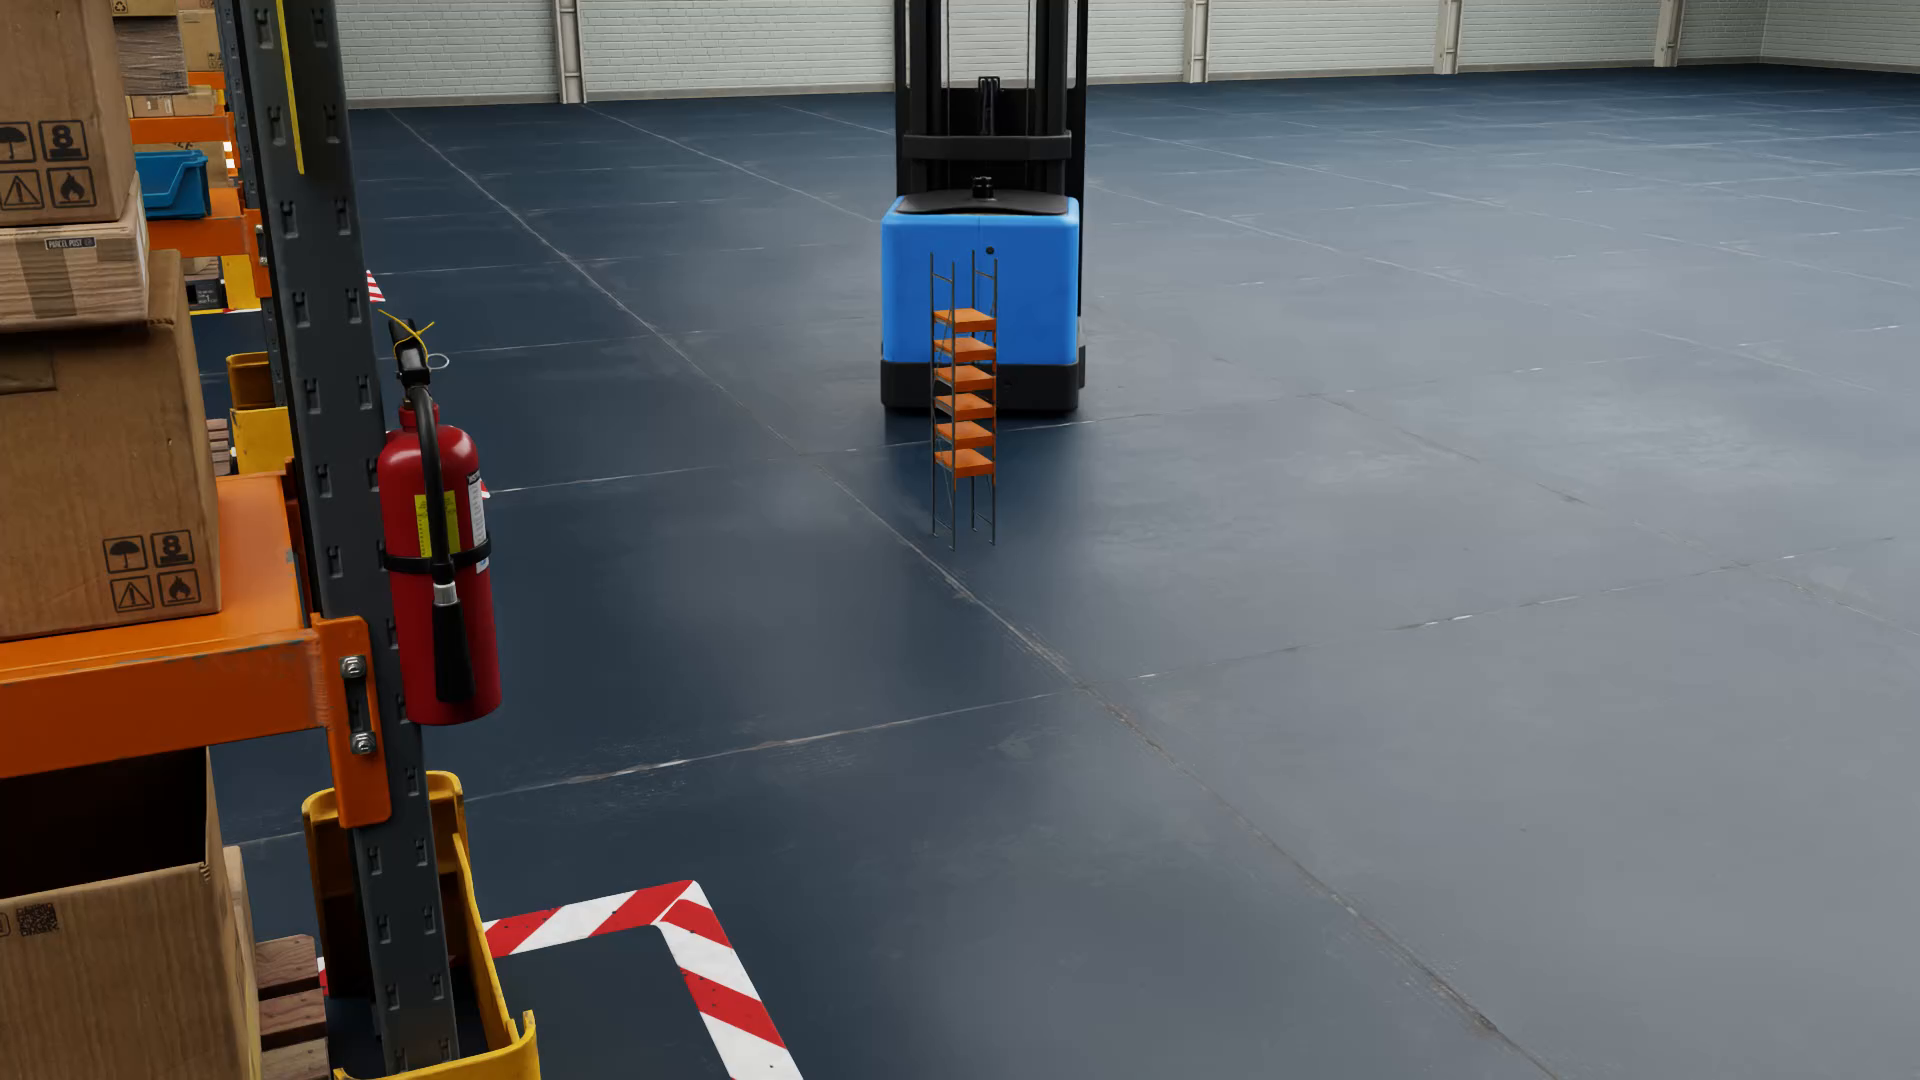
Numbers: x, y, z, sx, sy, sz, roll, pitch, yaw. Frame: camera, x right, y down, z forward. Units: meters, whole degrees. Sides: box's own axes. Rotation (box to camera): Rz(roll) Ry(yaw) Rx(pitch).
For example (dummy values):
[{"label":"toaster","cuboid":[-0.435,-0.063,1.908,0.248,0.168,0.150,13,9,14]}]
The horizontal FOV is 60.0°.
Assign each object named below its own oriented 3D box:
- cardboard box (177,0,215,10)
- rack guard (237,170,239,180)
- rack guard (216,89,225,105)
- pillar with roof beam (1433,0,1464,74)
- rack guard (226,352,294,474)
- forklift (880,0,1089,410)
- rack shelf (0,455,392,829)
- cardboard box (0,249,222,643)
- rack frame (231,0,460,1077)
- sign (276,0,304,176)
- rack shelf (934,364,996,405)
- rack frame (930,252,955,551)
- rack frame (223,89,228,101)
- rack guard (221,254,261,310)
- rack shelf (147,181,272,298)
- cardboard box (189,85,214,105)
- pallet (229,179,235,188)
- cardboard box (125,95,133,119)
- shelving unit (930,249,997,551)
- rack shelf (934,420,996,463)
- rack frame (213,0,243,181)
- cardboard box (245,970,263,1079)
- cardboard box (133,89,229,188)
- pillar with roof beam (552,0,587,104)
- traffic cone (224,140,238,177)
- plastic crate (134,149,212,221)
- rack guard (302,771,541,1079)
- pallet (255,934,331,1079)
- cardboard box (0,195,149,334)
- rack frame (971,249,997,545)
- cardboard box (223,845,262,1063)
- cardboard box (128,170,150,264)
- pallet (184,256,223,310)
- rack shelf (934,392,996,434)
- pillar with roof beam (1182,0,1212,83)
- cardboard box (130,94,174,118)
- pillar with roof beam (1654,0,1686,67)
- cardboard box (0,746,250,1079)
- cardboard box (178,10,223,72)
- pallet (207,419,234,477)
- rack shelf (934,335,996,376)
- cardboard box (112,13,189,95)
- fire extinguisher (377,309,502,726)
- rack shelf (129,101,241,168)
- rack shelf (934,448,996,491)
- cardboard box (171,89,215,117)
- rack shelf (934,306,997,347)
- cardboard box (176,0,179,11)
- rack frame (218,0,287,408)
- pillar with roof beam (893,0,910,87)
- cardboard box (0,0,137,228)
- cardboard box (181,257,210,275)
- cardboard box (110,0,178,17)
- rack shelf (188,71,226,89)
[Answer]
[{"label":"cardboard box","cuboid":[-7.307,-5.288,15.671,0.550,0.550,0.875,-8,21,-22]},{"label":"rack guard","cuboid":[-6.929,-3.569,16.404,0.348,0.500,1.175,-8,21,-22]},{"label":"rack guard","cuboid":[-10.952,-6.578,24.951,0.348,0.500,1.175,-8,21,-22]},{"label":"pillar with roof beam","cuboid":[11.772,-12.611,29.290,0.400,9.000,9.100,-8,21,-22]},{"label":"rack guard","cuboid":[-3.168,-0.505,7.703,0.348,0.500,1.175,-8,21,-22]},{"label":"forklift","cuboid":[0.191,-2.509,9.735,1.130,2.935,3.031,1,19,3]},{"label":"rack shelf","cuboid":[-2.995,0.405,2.438,4.000,0.370,1.077,-8,21,-22]},{"label":"cardboard box","cuboid":[-1.592,-0.187,2.886,0.500,0.500,0.700,-8,21,-22]},{"label":"rack frame","cuboid":[-1.158,-0.197,3.066,0.127,3.000,1.000,-8,21,-22]},{"label":"sign","cuboid":[-0.956,-0.688,2.359,0.005,0.325,0.100,-8,21,-22]},{"label":"rack shelf","cuboid":[0.013,-0.639,6.803,0.180,0.103,0.258,-8,21,-22]},{"label":"rack frame","cuboid":[-0.071,-0.556,6.794,0.006,1.200,0.240,-8,21,-22]},{"label":"rack frame","cuboid":[-9.004,-6.241,20.230,0.127,3.000,1.000,-8,21,-22]},{"label":"rack guard","cuboid":[-5.149,-2.030,12.033,0.348,0.500,1.175,-8,21,-22]},{"label":"rack shelf","cuboid":[-4.953,-1.106,6.729,4.000,0.370,1.077,-8,21,-22]},{"label":"cardboard box","cuboid":[-5.435,-3.135,11.788,0.250,0.149,0.380,-8,21,-22]},{"label":"pallet","cuboid":[-7.654,-3.300,16.077,1.213,0.211,1.003,-8,21,-22]},{"label":"cardboard box","cuboid":[-5.698,-2.918,11.172,0.250,0.149,0.380,-8,21,-22]},{"label":"shelving unit","cuboid":[0.013,-0.568,6.828,0.189,1.200,0.258,-8,21,-22]},{"label":"rack shelf","cuboid":[0.013,-0.413,6.883,0.180,0.103,0.258,-8,21,-22]},{"label":"rack frame","cuboid":[-5.079,-3.219,11.647,0.127,3.000,1.000,-8,21,-22]},{"label":"cardboard box","cuboid":[-1.534,1.062,2.996,0.500,0.250,0.500,-8,21,-22]},{"label":"cardboard box","cuboid":[-7.547,-3.831,15.953,0.875,0.875,0.875,-8,21,-22]},{"label":"pillar with roof beam","cuboid":[-4.756,-10.243,22.565,0.400,9.000,9.100,-8,21,-22]},{"label":"traffic cone","cuboid":[-8.136,-4.300,18.539,0.334,0.463,0.336,-8,21,-22]},{"label":"plastic crate","cuboid":[-3.458,-1.481,6.936,0.616,0.251,0.499,-8,21,-22]},{"label":"rack guard","cuboid":[-1.136,0.979,3.490,0.348,0.500,1.175,-8,21,-22]},{"label":"pallet","cuboid":[-1.844,1.231,3.207,1.213,0.211,1.003,-8,21,-22]},{"label":"cardboard box","cuboid":[-1.434,-0.442,2.633,0.250,0.149,0.380,-9,21,-23]},{"label":"rack frame","cuboid":[0.097,-0.580,6.862,0.006,1.200,0.240,-8,21,-22]},{"label":"cardboard box","cuboid":[-1.739,0.904,3.445,0.500,0.250,0.500,-8,21,-22]},{"label":"cardboard box","cuboid":[-1.604,-0.564,2.981,0.250,0.149,0.380,-8,21,-22]},{"label":"pallet","cuboid":[-5.909,-1.797,11.809,1.213,0.211,1.003,-8,21,-22]},{"label":"rack shelf","cuboid":[0.013,-0.526,6.843,0.180,0.103,0.258,-8,21,-22]},{"label":"pillar with roof beam","cuboid":[6.263,-11.822,27.048,0.400,9.000,9.100,-8,21,-22]},{"label":"cardboard box","cuboid":[-5.489,-2.967,11.310,0.250,0.149,0.380,-8,21,-22]},{"label":"pillar with roof beam","cuboid":[17.281,-13.401,31.531,0.400,9.000,9.100,-8,21,-22]},{"label":"cardboard box","cuboid":[-1.533,0.709,2.870,0.500,0.500,0.500,-8,21,-22]},{"label":"cardboard box","cuboid":[-7.273,-4.753,15.777,0.550,0.550,0.875,-8,21,-22]},{"label":"pallet","cuboid":[-3.916,-0.263,7.452,1.213,0.211,1.003,-8,21,-22]},{"label":"rack shelf","cuboid":[0.013,-0.752,6.763,0.180,0.103,0.258,-8,21,-22]},{"label":"cardboard box","cuboid":[-5.595,-3.342,11.399,0.500,0.500,0.875,-8,21,-22]},{"label":"fire extinguisher","cuboid":[-0.866,-0.035,2.720,0.183,0.674,0.296,-8,21,-22]},{"label":"rack shelf","cuboid":[-6.915,-2.616,11.019,4.000,0.370,1.077,-8,21,-22]},{"label":"rack shelf","cuboid":[0.013,-0.300,6.923,0.180,0.103,0.258,-8,21,-22]},{"label":"cardboard box","cuboid":[-5.259,-3.000,11.403,0.250,0.149,0.380,-8,21,-22]},{"label":"rack shelf","cuboid":[0.013,-0.866,6.723,0.180,0.103,0.258,-8,21,-22]},{"label":"cardboard box","cuboid":[-5.692,-3.888,11.445,0.500,0.500,0.500,-8,21,-22]},{"label":"rack frame","cuboid":[-3.117,-1.708,7.357,0.127,3.000,1.000,-8,21,-22]},{"label":"pillar with roof beam","cuboid":[0.754,-11.033,24.806,0.400,9.000,9.100,-8,21,-22]},{"label":"cardboard box","cuboid":[-1.641,-0.792,2.650,0.500,0.500,0.700,-8,21,-22]},{"label":"cardboard box","cuboid":[-5.659,-2.161,11.773,0.500,0.500,0.500,-4,20,-12]},{"label":"cardboard box","cuboid":[-5.486,-3.730,10.995,0.500,0.500,0.500,-8,21,-22]},{"label":"rack shelf","cuboid":[-8.787,-4.142,15.352,4.000,0.370,1.077,-8,21,-22]}]
